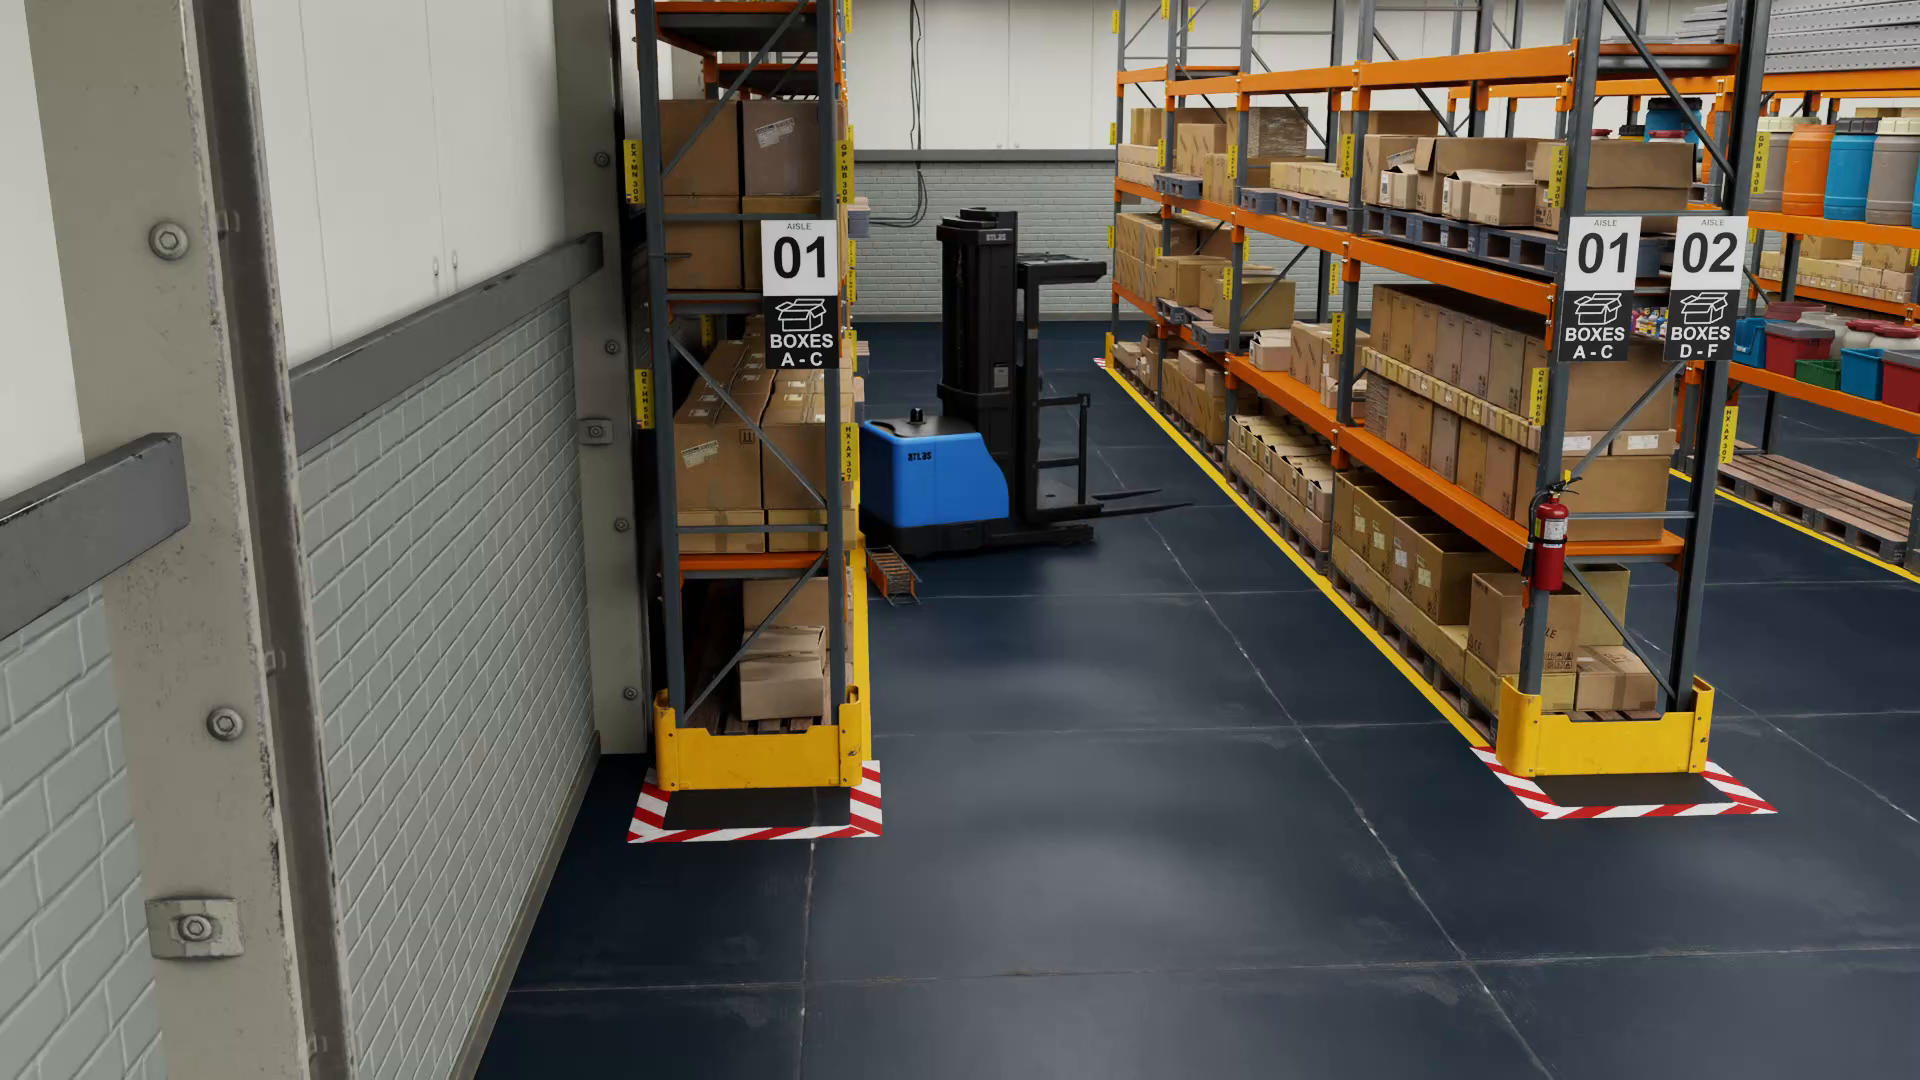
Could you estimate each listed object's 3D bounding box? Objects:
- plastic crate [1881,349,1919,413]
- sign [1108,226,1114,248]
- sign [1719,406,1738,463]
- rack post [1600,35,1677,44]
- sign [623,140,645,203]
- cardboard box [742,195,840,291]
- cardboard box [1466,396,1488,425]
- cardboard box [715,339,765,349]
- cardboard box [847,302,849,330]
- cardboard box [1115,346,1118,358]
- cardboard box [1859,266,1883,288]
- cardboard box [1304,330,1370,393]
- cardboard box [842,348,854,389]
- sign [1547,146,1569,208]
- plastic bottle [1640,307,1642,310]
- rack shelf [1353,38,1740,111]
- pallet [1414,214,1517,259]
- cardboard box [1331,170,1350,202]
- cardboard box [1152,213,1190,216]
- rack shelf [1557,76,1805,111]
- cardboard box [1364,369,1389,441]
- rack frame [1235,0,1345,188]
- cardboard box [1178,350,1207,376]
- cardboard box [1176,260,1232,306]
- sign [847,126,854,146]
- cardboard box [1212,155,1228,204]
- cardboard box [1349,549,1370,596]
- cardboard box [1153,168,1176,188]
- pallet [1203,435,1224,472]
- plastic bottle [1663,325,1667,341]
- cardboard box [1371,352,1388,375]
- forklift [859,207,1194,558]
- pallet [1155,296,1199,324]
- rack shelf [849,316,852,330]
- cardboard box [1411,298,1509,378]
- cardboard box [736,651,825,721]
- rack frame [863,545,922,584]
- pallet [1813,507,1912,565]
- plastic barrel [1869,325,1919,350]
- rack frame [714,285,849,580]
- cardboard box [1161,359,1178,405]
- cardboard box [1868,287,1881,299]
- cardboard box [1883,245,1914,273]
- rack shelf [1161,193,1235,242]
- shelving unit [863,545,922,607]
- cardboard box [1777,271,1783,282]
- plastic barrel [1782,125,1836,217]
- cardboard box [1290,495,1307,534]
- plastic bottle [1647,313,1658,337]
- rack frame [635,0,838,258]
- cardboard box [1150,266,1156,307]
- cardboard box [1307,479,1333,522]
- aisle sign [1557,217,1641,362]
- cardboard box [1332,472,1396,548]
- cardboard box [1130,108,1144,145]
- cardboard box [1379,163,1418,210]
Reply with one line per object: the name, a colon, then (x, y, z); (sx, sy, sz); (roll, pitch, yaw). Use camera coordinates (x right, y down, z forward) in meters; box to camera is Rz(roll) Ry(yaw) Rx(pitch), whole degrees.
plastic crate: (8.153, -1.349, 14.121); (0.402, 0.464, 0.583); (-1, 14, -3)
sign: (2.259, -4.522, 24.845); (0.100, 0.325, 0.005); (-1, 14, -3)
sign: (4.347, -0.597, 9.429); (0.100, 0.325, 0.005); (-1, 14, -3)
rack post: (8.014, -5.851, 19.858); (0.937, 0.300, 0.954); (-1, 14, -4)
sign: (-1.707, -1.933, 8.721); (0.100, 0.325, 0.005); (-1, 14, -3)
cardboard box: (-0.923, -1.652, 9.168); (0.500, 0.500, 0.500); (-1, 14, -2)
cardboard box: (3.515, -0.843, 10.781); (0.380, 0.149, 0.250); (0, 14, -2)
cardboard box: (-1.579, -1.230, 12.541); (0.500, 0.500, 0.500); (-1, 14, -5)
cardboard box: (-1.422, -2.371, 17.385); (0.500, 0.500, 0.500); (0, 14, -2)
cardboard box: (2.499, -2.781, 24.616); (0.380, 0.166, 0.250); (-1, 14, -3)
cardboard box: (12.613, -3.574, 22.602); (0.500, 0.250, 0.500); (0, 14, -2)
cardboard box: (3.449, -1.622, 15.110); (0.500, 0.500, 0.500); (-1, 14, -3)
cardboard box: (-1.025, -1.113, 12.088); (0.500, 0.500, 0.500); (-1, 14, -4)
sign: (3.250, -1.970, 9.026); (0.100, 0.325, 0.005); (-1, 14, -3)
plastic bottle: (8.270, -2.814, 20.201); (0.097, 0.271, 0.097); (0, 14, 0)
rack shelf: (3.668, -2.993, 10.845); (1.077, 0.370, 4.000); (-1, 14, -3)
pallet: (3.696, -2.022, 11.024); (1.003, 0.211, 1.213); (-1, 14, -3)
cardboard box: (3.479, -3.000, 14.106); (0.500, 0.250, 0.500); (-2, 15, -9)
cardboard box: (3.103, -4.537, 24.435); (0.500, 0.500, 0.500); (-1, 14, -4)
rack shelf: (8.117, -5.058, 18.871); (1.077, 0.370, 4.000); (-1, 14, -3)
cardboard box: (3.578, -1.065, 12.945); (0.700, 0.500, 0.500); (-1, 14, -5)
rack frame: (3.297, -5.027, 16.505); (1.000, 3.000, 0.127); (-1, 14, -3)
cardboard box: (2.897, -2.109, 19.833); (0.500, 0.250, 0.500); (-1, 14, -3)
cardboard box: (2.961, -3.077, 19.922); (0.700, 0.500, 0.500); (1, 14, 5)
sign: (-1.354, -4.905, 20.383); (0.100, 0.325, 0.005); (-1, 14, -3)
cardboard box: (3.204, -3.858, 17.779); (0.910, 0.500, 0.500); (-1, 14, -3)
cardboard box: (3.296, 0.246, 12.726); (0.500, 0.250, 0.500); (-1, 14, -3)
cardboard box: (2.753, -4.613, 21.218); (0.500, 0.250, 0.500); (-1, 14, -3)
pallet: (3.288, -0.957, 18.324); (1.003, 0.211, 1.213); (-1, 14, -3)
plastic bottle: (7.787, -2.281, 18.272); (0.097, 0.201, 0.097); (0, 14, 0)
cardboard box: (3.384, -1.357, 12.779); (0.380, 0.149, 0.250); (-1, 14, -3)
forklift: (0.653, -1.479, 14.892); (3.031, 2.935, 1.130); (-6, 16, -22)
pallet: (2.989, -2.823, 20.364); (1.003, 0.211, 1.213); (-1, 14, -3)
rack shelf: (-1.771, -2.193, 18.974); (1.077, 0.370, 4.000); (-1, 14, -3)
cardboard box: (3.641, -1.443, 11.811); (0.700, 0.500, 0.500); (-1, 14, -3)
cardboard box: (-1.105, 0.861, 10.173); (0.500, 0.311, 0.500); (-3, 15, -10)
rack frame: (-0.560, 0.192, 13.520); (0.240, 0.006, 1.200); (-4, 15, -14)
pallet: (8.401, -0.047, 14.784); (1.003, 0.211, 1.213); (-1, 14, -3)
plastic barrel: (8.603, -1.692, 15.310); (0.433, 0.535, 0.433); (0, 14, 0)
rack frame: (-1.400, -1.049, 13.085); (1.000, 3.000, 0.127); (-1, 14, -3)
cardboard box: (2.836, -1.995, 20.893); (0.500, 0.500, 0.500); (-2, 15, -6)
cardboard box: (12.559, -3.345, 22.513); (0.380, 0.149, 0.250); (-1, 14, -4)
cardboard box: (12.641, -3.813, 22.026); (0.500, 0.500, 0.500); (0, 14, -2)
rack shelf: (3.173, -3.723, 18.902); (1.077, 0.370, 4.000); (-1, 14, -3)
shelving unit: (-0.560, 0.281, 13.542); (0.258, 0.189, 1.200); (-4, 15, -14)
cardboard box: (12.415, -3.921, 24.749); (0.380, 0.149, 0.250); (-1, 14, -5)
plastic barrel: (8.115, -3.488, 15.680); (0.600, 0.830, 0.708); (-1, 14, -3)
cardboard box: (3.200, -0.223, 14.549); (0.500, 0.250, 0.500); (-1, 14, -4)
plastic bottle: (7.762, -2.412, 18.640); (0.097, 0.271, 0.097); (0, 14, 0)
rack frame: (-1.152, -2.960, 8.471); (1.000, 3.000, 0.127); (-1, 14, -3)
cardboard box: (2.762, -3.285, 21.574); (0.500, 0.500, 0.500); (-1, 14, -3)
cardboard box: (3.233, -0.366, 13.981); (0.500, 0.311, 0.500); (-1, 14, -3)
aisle sign: (3.503, -1.370, 9.115); (0.394, 0.787, 0.004); (-1, 14, -3)
cardboard box: (3.261, -0.242, 13.116); (0.500, 0.500, 0.500); (-1, 14, -3)
cardboard box: (2.796, -5.843, 23.490); (0.700, 0.500, 0.500); (-1, 14, -3)
cardboard box: (3.346, -2.544, 11.929); (0.500, 0.311, 0.500); (-2, 15, -7)
